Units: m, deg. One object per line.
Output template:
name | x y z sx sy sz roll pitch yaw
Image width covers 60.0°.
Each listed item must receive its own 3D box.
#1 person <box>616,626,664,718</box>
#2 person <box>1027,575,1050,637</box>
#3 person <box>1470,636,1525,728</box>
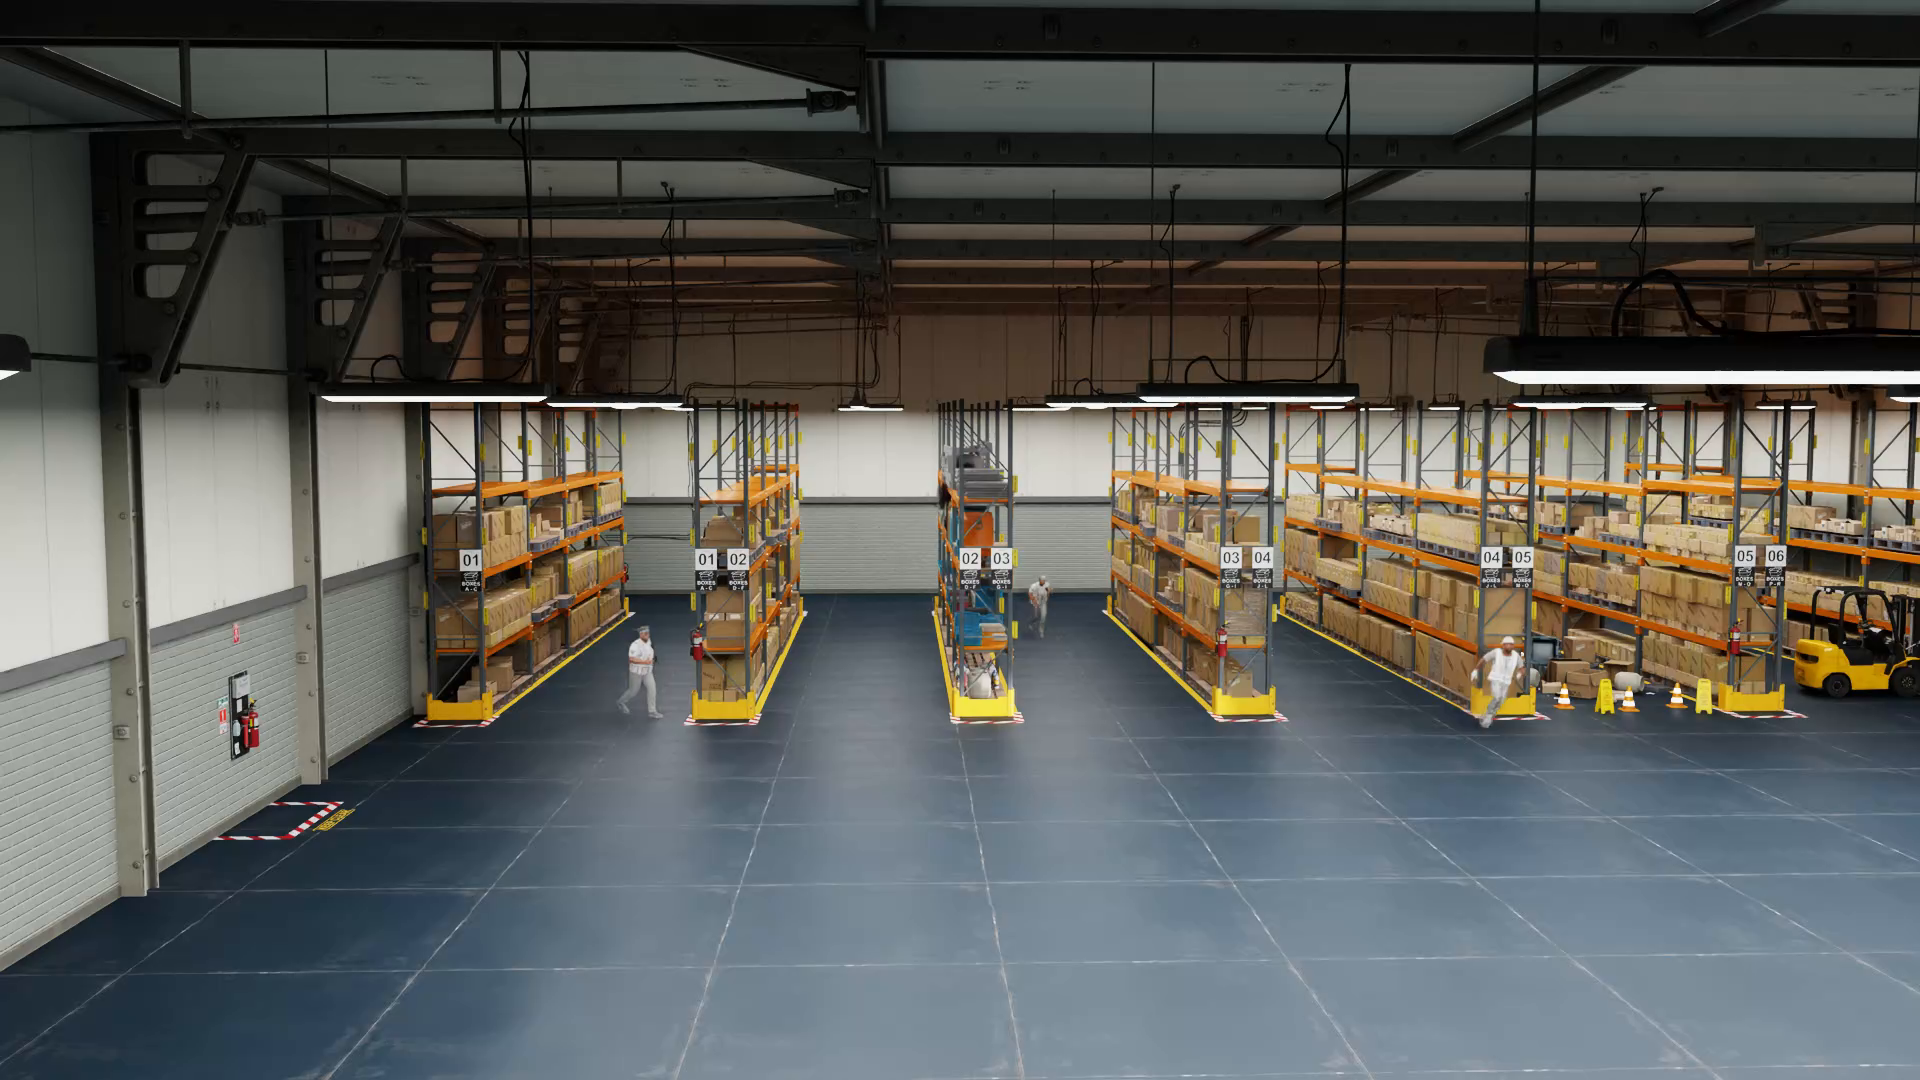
person | -6.030 2.459 31.213 1.042 1.736 0.629 3 5 36
person | 2.015 1.668 43.033 0.631 1.593 1.000 -2 5 -23
person | 9.855 2.565 30.282 0.860 1.632 0.728 -1 4 -12
